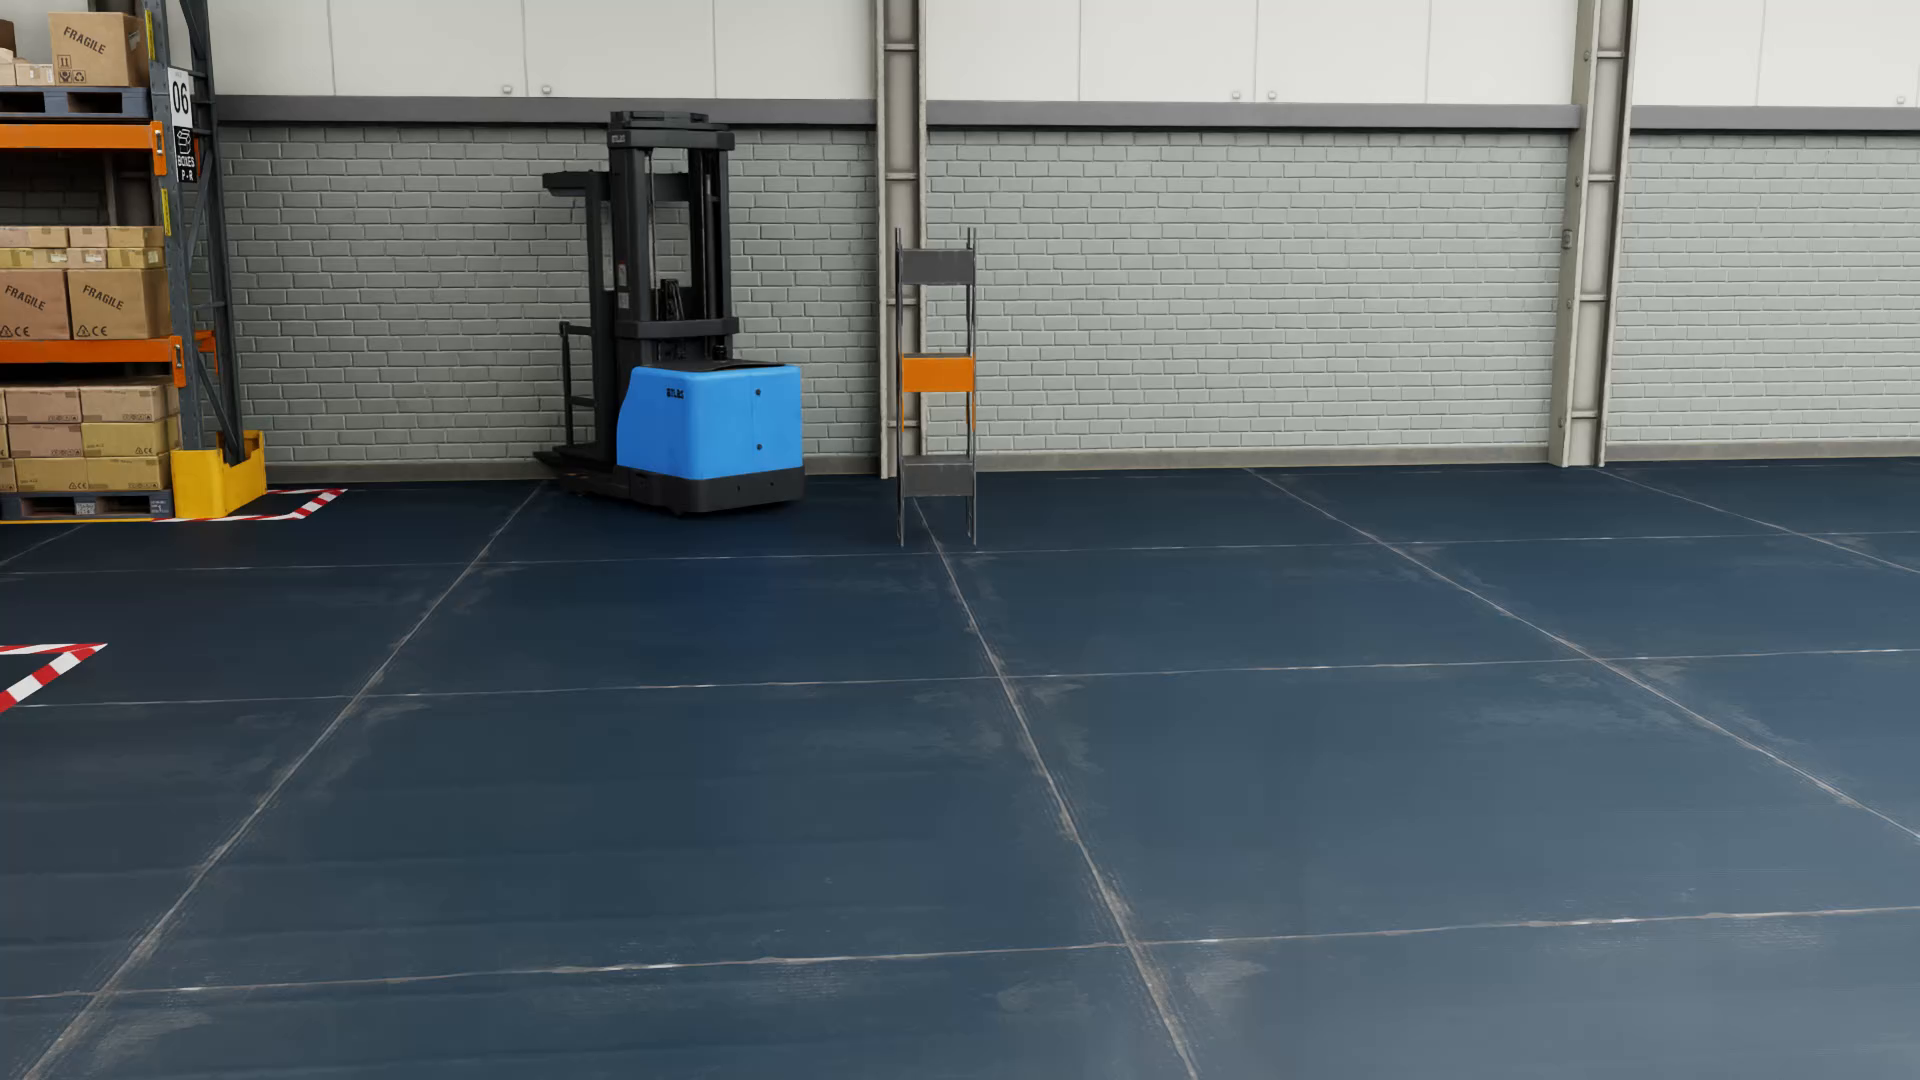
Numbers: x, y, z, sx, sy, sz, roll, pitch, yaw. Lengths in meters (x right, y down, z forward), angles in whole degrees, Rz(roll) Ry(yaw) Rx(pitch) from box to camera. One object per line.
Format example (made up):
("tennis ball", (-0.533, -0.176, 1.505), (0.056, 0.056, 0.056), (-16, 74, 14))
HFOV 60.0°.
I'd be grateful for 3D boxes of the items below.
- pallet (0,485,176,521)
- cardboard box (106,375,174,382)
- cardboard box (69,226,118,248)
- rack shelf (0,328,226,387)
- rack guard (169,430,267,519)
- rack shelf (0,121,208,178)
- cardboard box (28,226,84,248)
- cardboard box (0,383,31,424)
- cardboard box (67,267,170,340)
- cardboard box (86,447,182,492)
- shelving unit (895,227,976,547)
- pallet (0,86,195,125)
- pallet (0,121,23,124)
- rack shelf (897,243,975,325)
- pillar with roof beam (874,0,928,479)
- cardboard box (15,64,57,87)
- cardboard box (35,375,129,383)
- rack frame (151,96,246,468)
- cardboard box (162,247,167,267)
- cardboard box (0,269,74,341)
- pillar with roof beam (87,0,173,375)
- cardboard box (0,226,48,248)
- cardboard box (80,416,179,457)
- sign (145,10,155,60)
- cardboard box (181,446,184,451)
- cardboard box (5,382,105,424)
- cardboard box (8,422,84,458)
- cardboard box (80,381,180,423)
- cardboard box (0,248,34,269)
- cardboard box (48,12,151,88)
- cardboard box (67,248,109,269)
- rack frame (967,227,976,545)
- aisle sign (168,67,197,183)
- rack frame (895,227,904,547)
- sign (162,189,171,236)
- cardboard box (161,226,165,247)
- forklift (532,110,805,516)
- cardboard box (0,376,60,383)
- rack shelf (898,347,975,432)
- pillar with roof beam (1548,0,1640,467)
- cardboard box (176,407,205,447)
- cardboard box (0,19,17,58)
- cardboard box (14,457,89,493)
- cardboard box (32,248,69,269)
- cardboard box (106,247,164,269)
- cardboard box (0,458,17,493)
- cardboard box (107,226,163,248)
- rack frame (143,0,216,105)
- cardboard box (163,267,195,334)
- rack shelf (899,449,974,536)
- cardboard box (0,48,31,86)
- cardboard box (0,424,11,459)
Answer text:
("pallet", (-6.418, -0.347, 12.585), (1.213, 0.211, 1.003), (-1, 11, -6))
("cardboard box", (-6.161, -1.113, 12.700), (0.500, 0.250, 0.500), (-1, 11, -7))
("cardboard box", (-6.238, -2.193, 12.037), (0.250, 0.149, 0.380), (-1, 11, -6))
("rack shelf", (-7.651, -1.344, 12.295), (4.000, 0.370, 1.077), (-1, 11, -6))
("rack guard", (-5.639, -0.513, 12.681), (0.348, 0.500, 1.175), (-1, 11, -6))
("rack shelf", (-7.651, -2.816, 12.006), (4.000, 0.370, 1.077), (-1, 11, -6))
("cardboard box", (-6.495, -2.183, 11.983), (0.250, 0.149, 0.380), (-1, 11, -5))
("cardboard box", (-7.094, -0.993, 12.090), (0.500, 0.250, 0.500), (-1, 11, -5))
("cardboard box", (-6.124, -1.727, 12.120), (0.500, 0.500, 0.500), (-1, 11, -7))
("cardboard box", (-6.096, -0.526, 12.304), (0.500, 0.250, 0.500), (-1, 11, -6))
("shelving unit", (-0.165, -1.027, 11.148), (0.503, 2.100, 0.431), (-1, 11, -6))
("pallet", (-6.368, -3.158, 12.107), (1.213, 0.211, 1.003), (-1, 11, -6))
("pallet", (-7.584, -3.132, 11.975), (1.213, 0.211, 1.003), (-1, 11, -6))
("rack shelf", (-0.165, -1.700, 11.016), (0.480, 0.518, 0.431), (-1, 11, -6))
("pillar with roof beam", (-0.022, -4.140, 9.101), (0.400, 9.000, 9.100), (-1, 11, -6))
("cardboard box", (-6.454, -3.267, 11.738), (0.250, 0.149, 0.380), (-2, 11, -8))
("cardboard box", (-6.657, -1.102, 12.643), (0.500, 0.250, 0.500), (-1, 11, -6))
("rack frame", (-5.663, -1.739, 12.438), (0.127, 3.000, 1.000), (-1, 11, -6))
("cardboard box", (-6.028, -2.149, 12.583), (0.250, 0.149, 0.380), (-1, 11, -8))
("cardboard box", (-6.640, -1.718, 12.074), (0.500, 0.500, 0.500), (-1, 11, -4))
("pillar with roof beam", (-5.987, -4.015, 8.465), (0.400, 9.000, 9.100), (-1, 11, -6))
("cardboard box", (-6.751, -2.192, 12.029), (0.250, 0.149, 0.380), (-1, 11, -6))
("cardboard box", (-6.113, -0.771, 12.258), (0.500, 0.250, 0.500), (-1, 11, -7))
("sign", (-5.618, -3.502, 11.540), (0.005, 0.325, 0.100), (-1, 11, -6))
("cardboard box", (-6.172, -0.623, 12.801), (0.500, 0.250, 0.500), (-1, 11, -6))
("cardboard box", (-6.594, -1.005, 12.153), (0.500, 0.250, 0.500), (-1, 11, -5))
("cardboard box", (-6.613, -0.763, 12.215), (0.500, 0.250, 0.500), (-1, 11, -7))
("cardboard box", (-6.087, -1.017, 12.213), (0.500, 0.250, 0.500), (-1, 11, -4))
("cardboard box", (-6.740, -2.038, 12.016), (0.250, 0.149, 0.380), (-1, 11, -6))
("cardboard box", (-6.076, -3.459, 11.804), (0.500, 0.500, 0.500), (-1, 11, -4))
("cardboard box", (-6.228, -2.034, 11.999), (0.250, 0.149, 0.380), (-1, 11, -5))
("rack frame", (0.078, -1.032, 11.174), (0.015, 2.100, 0.400), (-1, 11, -6))
("aisle sign", (-5.566, -2.960, 11.907), (0.004, 0.787, 0.394), (-1, 11, -6))
("rack frame", (-0.407, -1.022, 11.122), (0.015, 2.100, 0.400), (-1, 11, -6))
("sign", (-5.618, -2.319, 11.772), (0.005, 0.325, 0.100), (-1, 11, -6))
("cardboard box", (-6.020, -2.286, 12.510), (0.250, 0.149, 0.380), (-1, 11, -7))
("forklift", (-2.549, -1.838, 13.120), (1.130, 2.935, 3.031), (-10, 15, -42))
("cardboard box", (-7.156, -1.093, 12.601), (0.500, 0.250, 0.500), (-1, 11, -6))
("rack shelf", (-0.165, -1.013, 11.151), (0.480, 0.518, 0.431), (-1, 11, -6))
("pillar with roof beam", (5.942, -4.265, 9.737), (0.400, 9.000, 9.100), (-1, 11, -6))
("cardboard box", (-6.153, -0.871, 12.767), (0.500, 0.250, 0.500), (-1, 11, -5))
("cardboard box", (-7.106, -3.457, 11.793), (0.500, 0.500, 0.700), (-1, 11, -6))
("cardboard box", (-6.591, -0.517, 12.261), (0.500, 0.250, 0.500), (-1, 11, -6))
("cardboard box", (-6.493, -2.041, 12.032), (0.250, 0.149, 0.380), (-1, 11, -5))
("cardboard box", (-5.977, -2.045, 12.055), (0.250, 0.149, 0.380), (-1, 11, -5))
("cardboard box", (-7.089, -0.508, 12.217), (0.500, 0.250, 0.500), (-1, 11, -5))
("cardboard box", (-5.996, -2.204, 12.093), (0.250, 0.149, 0.380), (-1, 11, -6))
("rack frame", (-5.663, -4.683, 11.859), (0.127, 3.000, 1.000), (-1, 11, -6))
("cardboard box", (-6.185, -1.831, 12.646), (0.500, 0.500, 0.500), (-1, 11, -4))
("rack shelf", (-0.165, -0.327, 11.286), (0.480, 0.518, 0.431), (-1, 11, -6))
("cardboard box", (-6.706, -3.319, 11.700), (0.258, 0.266, 0.396), (-1, 11, -6))
("cardboard box", (-7.124, -0.748, 12.140), (0.500, 0.250, 0.500), (-1, 11, -7))
